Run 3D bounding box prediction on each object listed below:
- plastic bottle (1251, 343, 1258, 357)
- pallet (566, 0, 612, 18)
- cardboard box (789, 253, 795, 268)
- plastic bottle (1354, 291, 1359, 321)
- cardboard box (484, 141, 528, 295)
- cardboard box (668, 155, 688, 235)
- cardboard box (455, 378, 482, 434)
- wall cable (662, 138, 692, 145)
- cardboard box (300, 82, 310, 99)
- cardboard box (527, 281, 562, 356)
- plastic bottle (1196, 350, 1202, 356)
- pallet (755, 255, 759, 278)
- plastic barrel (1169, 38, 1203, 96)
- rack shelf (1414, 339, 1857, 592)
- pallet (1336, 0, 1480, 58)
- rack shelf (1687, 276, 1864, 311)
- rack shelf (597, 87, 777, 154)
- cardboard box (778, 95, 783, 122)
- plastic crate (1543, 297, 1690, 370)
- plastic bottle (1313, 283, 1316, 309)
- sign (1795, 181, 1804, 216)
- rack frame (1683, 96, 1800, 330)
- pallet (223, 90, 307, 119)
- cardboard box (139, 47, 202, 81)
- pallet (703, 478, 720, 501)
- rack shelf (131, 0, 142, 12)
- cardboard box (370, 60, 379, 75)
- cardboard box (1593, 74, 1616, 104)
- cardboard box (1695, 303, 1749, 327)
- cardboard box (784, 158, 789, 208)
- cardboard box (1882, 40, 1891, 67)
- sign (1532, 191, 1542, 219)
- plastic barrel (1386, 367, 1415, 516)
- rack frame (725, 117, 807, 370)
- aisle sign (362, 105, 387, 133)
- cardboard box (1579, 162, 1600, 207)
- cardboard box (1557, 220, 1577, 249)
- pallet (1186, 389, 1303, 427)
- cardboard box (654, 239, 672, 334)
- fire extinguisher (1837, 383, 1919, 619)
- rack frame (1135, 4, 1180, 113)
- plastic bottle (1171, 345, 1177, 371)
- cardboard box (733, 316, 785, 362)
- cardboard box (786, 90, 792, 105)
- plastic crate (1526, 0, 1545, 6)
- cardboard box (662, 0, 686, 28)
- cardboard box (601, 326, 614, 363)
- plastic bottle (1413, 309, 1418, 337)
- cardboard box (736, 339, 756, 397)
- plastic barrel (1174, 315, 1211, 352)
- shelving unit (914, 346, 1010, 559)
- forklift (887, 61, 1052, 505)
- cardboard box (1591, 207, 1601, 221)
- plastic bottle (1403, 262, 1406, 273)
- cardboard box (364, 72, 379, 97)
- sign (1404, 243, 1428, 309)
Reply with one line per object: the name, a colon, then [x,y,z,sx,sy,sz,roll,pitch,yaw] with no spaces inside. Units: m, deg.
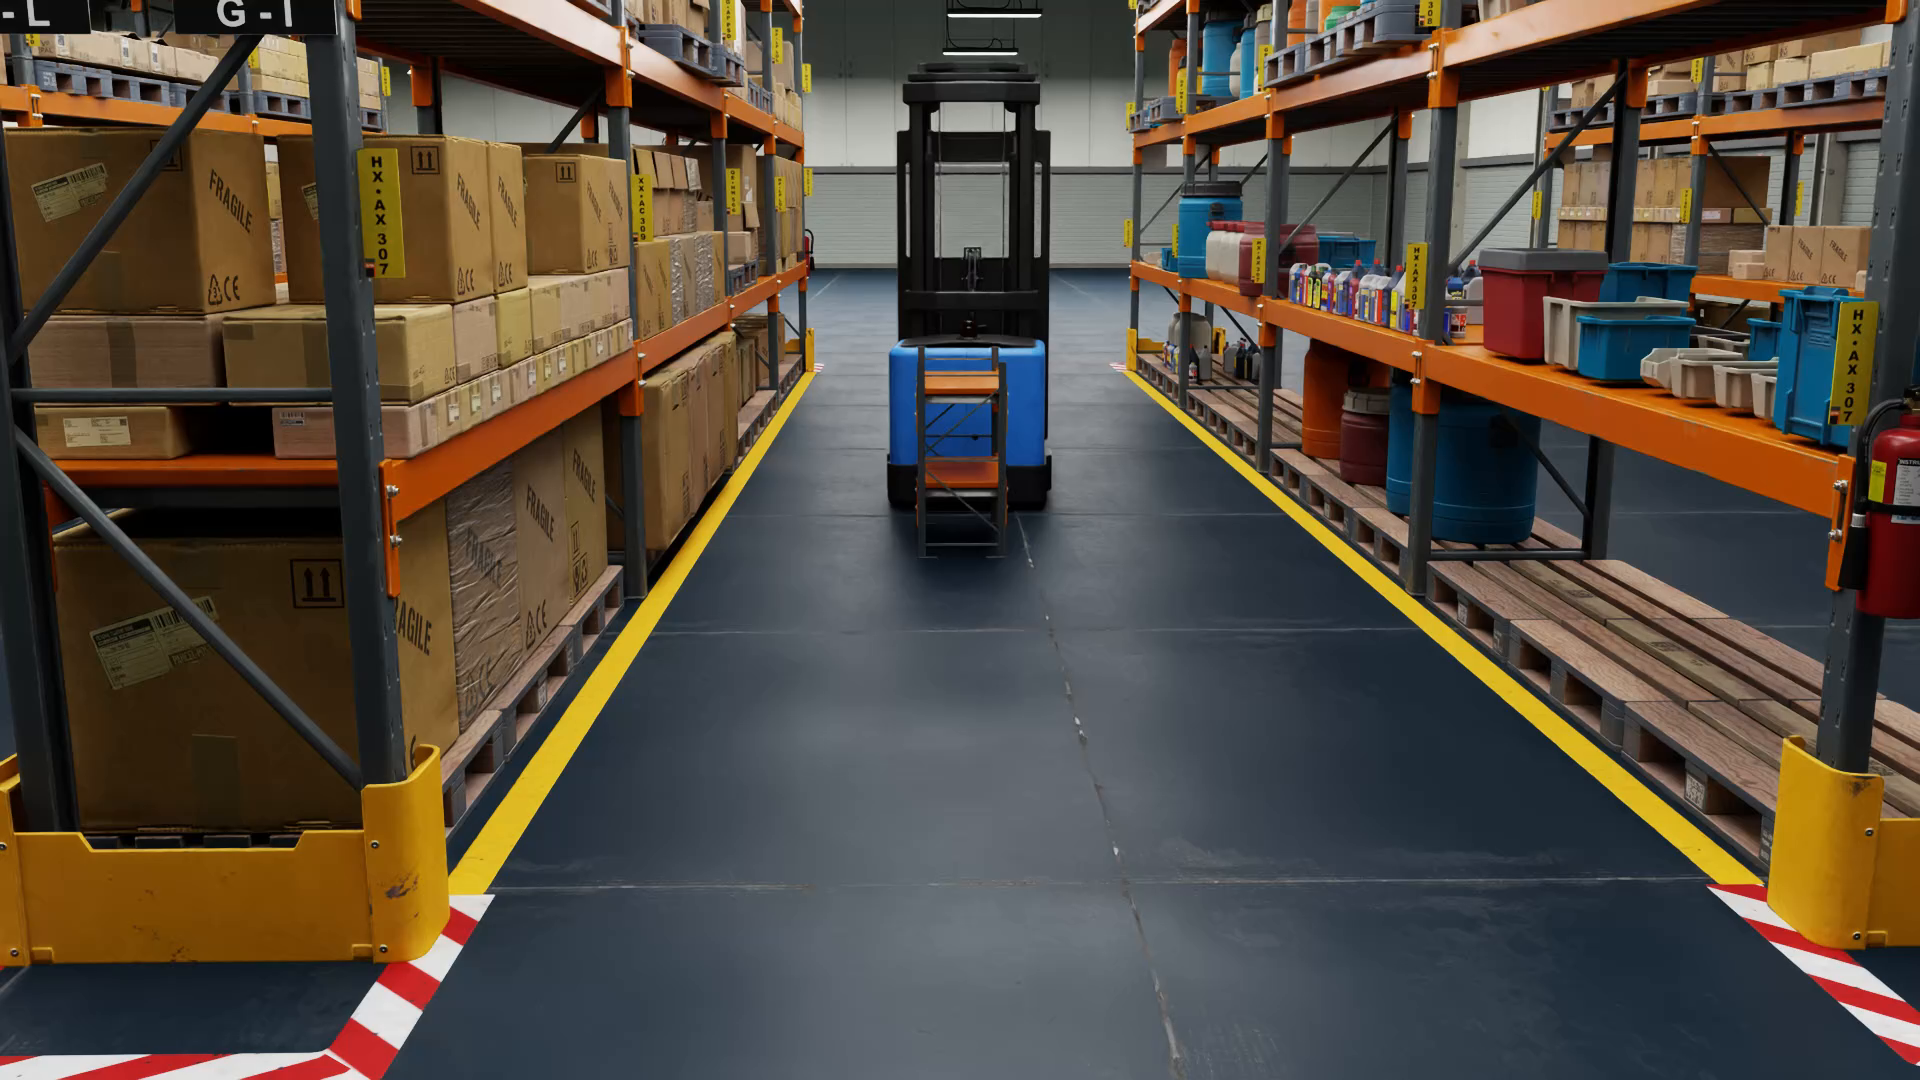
plastic bottle: [3.066,-1.857,17.223,0.144,0.351,0.185,0,11,0]
pallet: [-2.113,-2.430,7.174,1.003,0.211,1.213,0,11,-1]
cardboard box: [-2.019,-3.075,18.305,0.380,0.149,0.250,0,11,-1]
plastic bottle: [2.446,-1.435,10.089,0.097,0.201,0.097,0,11,0]
cardboard box: [-1.804,-1.110,5.730,0.500,0.500,0.500,-1,11,-3]
cardboard box: [-2.192,-2.227,10.719,0.797,0.503,0.637,0,11,0]
cardboard box: [-1.726,-0.422,5.228,0.380,0.149,0.250,-1,11,-3]
wall cable: [-7.991,-14.545,50.568,2.305,6.003,0.169,0,11,-1]
cardboard box: [-6.936,-4.634,17.138,0.380,0.149,0.250,0,11,-2]
cardboard box: [-1.817,-0.847,6.320,0.500,0.250,0.500,0,11,-2]
plastic bottle: [2.510,-1.829,17.272,0.152,0.276,0.135,0,11,-1]
pallet: [-2.414,-2.510,15.371,1.003,0.211,1.213,0,11,-1]
plastic barrel: [2.722,-5.363,19.267,0.600,0.830,0.708,0,11,-1]
rack shelf: [2.874,-0.437,6.477,1.077,0.370,4.000,0,11,-1]
pallet: [2.719,-2.720,8.852,1.213,0.211,1.003,0,11,-1]
rack shelf: [7.661,-2.047,14.413,1.077,0.370,4.000,0,11,-1]
rack shelf: [-2.243,-3.477,13.917,1.077,0.370,4.000,0,11,-1]
cardboard box: [-2.054,-4.349,16.785,0.500,0.250,0.500,0,11,-2]
plastic crate: [2.680,-0.854,6.871,0.437,0.282,0.530,0,11,-1]
plastic bottle: [2.423,-1.656,11.176,0.097,0.201,0.097,0,11,0]
sign: [8.162,-3.330,16.214,0.100,0.325,0.005,0,11,-1]
rack frame: [7.620,-2.797,16.301,1.000,3.000,0.127,0,11,-1]
pallet: [-7.252,-4.346,16.615,1.003,0.211,1.213,0,11,-1]
cardboard box: [-7.000,-4.163,14.562,0.500,0.250,0.500,0,11,-2]
pallet: [-2.261,-0.438,11.688,1.003,0.211,1.213,0,11,-1]
rack shelf: [-7.204,-4.751,13.657,1.077,0.370,4.000,0,11,-1]
cardboard box: [-6.982,-5.479,19.294,0.380,0.149,0.250,0,11,-1]
cardboard box: [7.298,-5.054,18.223,0.500,0.500,0.500,0,11,-1]
cardboard box: [7.905,-2.215,17.408,0.500,0.500,0.500,0,11,-1]
cardboard box: [-2.061,-3.731,17.391,0.500,0.500,0.500,0,11,-1]
cardboard box: [7.608,-3.798,13.013,0.500,0.250,0.500,0,11,0]
sign: [6.982,-4.054,20.121,0.100,0.325,0.005,0,11,-1]
plastic barrel: [2.824,-0.613,9.760,0.600,0.901,0.708,0,11,-1]
rack frame: [-2.367,-3.552,20.023,1.000,3.000,0.127,0,11,-1]
aisle sign: [-7.030,-4.841,19.839,0.394,0.787,0.004,0,11,-1]
cardboard box: [7.551,-4.069,19.056,0.700,0.500,0.500,-1,11,-3]
cardboard box: [7.534,-3.548,19.752,0.700,0.500,0.500,0,11,-1]
pallet: [2.722,-1.255,15.713,1.003,0.211,1.213,0,11,-1]
cardboard box: [-1.890,-1.408,9.204,0.500,0.500,0.500,0,11,-1]
fire extinguisher: [2.464,-0.139,4.334,0.296,0.674,0.183,0,11,-1]
rack frame: [2.585,-6.512,19.527,1.000,3.000,0.127,0,11,-1]
plastic bottle: [2.324,-1.961,17.936,0.097,0.271,0.097,0,11,0]
cardboard box: [-2.324,-2.290,19.033,0.500,0.500,0.500,3,12,14]
cardboard box: [-2.030,-4.831,18.159,0.380,0.149,0.250,-1,11,-4]
plastic crate: [2.584,-2.345,6.858,0.497,0.269,0.590,0,11,-1]
cardboard box: [-2.011,-3.394,10.394,0.500,0.500,0.500,0,11,2]
cardboard box: [-1.775,-0.882,7.494,0.380,0.149,0.250,0,11,-2]
plastic bottle: [2.472,-1.190,8.878,0.097,0.201,0.097,0,11,0]
cardboard box: [-2.293,-1.625,15.706,0.700,0.500,0.500,-1,12,-6]
plastic barrel: [2.685,-2.329,19.195,0.421,0.512,0.421,0,11,0]
shelving unit: [0.000,-0.550,9.941,0.538,1.125,1.048,0,11,-1]
forklift: [0.108,-1.918,12.141,1.130,2.935,3.031,1,11,3]
cardboard box: [7.353,-3.675,18.745,0.380,0.149,0.250,-1,11,-3]
plastic bottle: [3.185,-1.846,11.909,0.061,0.283,0.133,0,11,-1]
cardboard box: [-7.039,-5.253,19.183,0.500,0.250,0.500,0,11,0]
sign: [2.283,-1.321,8.329,0.100,0.325,0.005,0,11,-1]
